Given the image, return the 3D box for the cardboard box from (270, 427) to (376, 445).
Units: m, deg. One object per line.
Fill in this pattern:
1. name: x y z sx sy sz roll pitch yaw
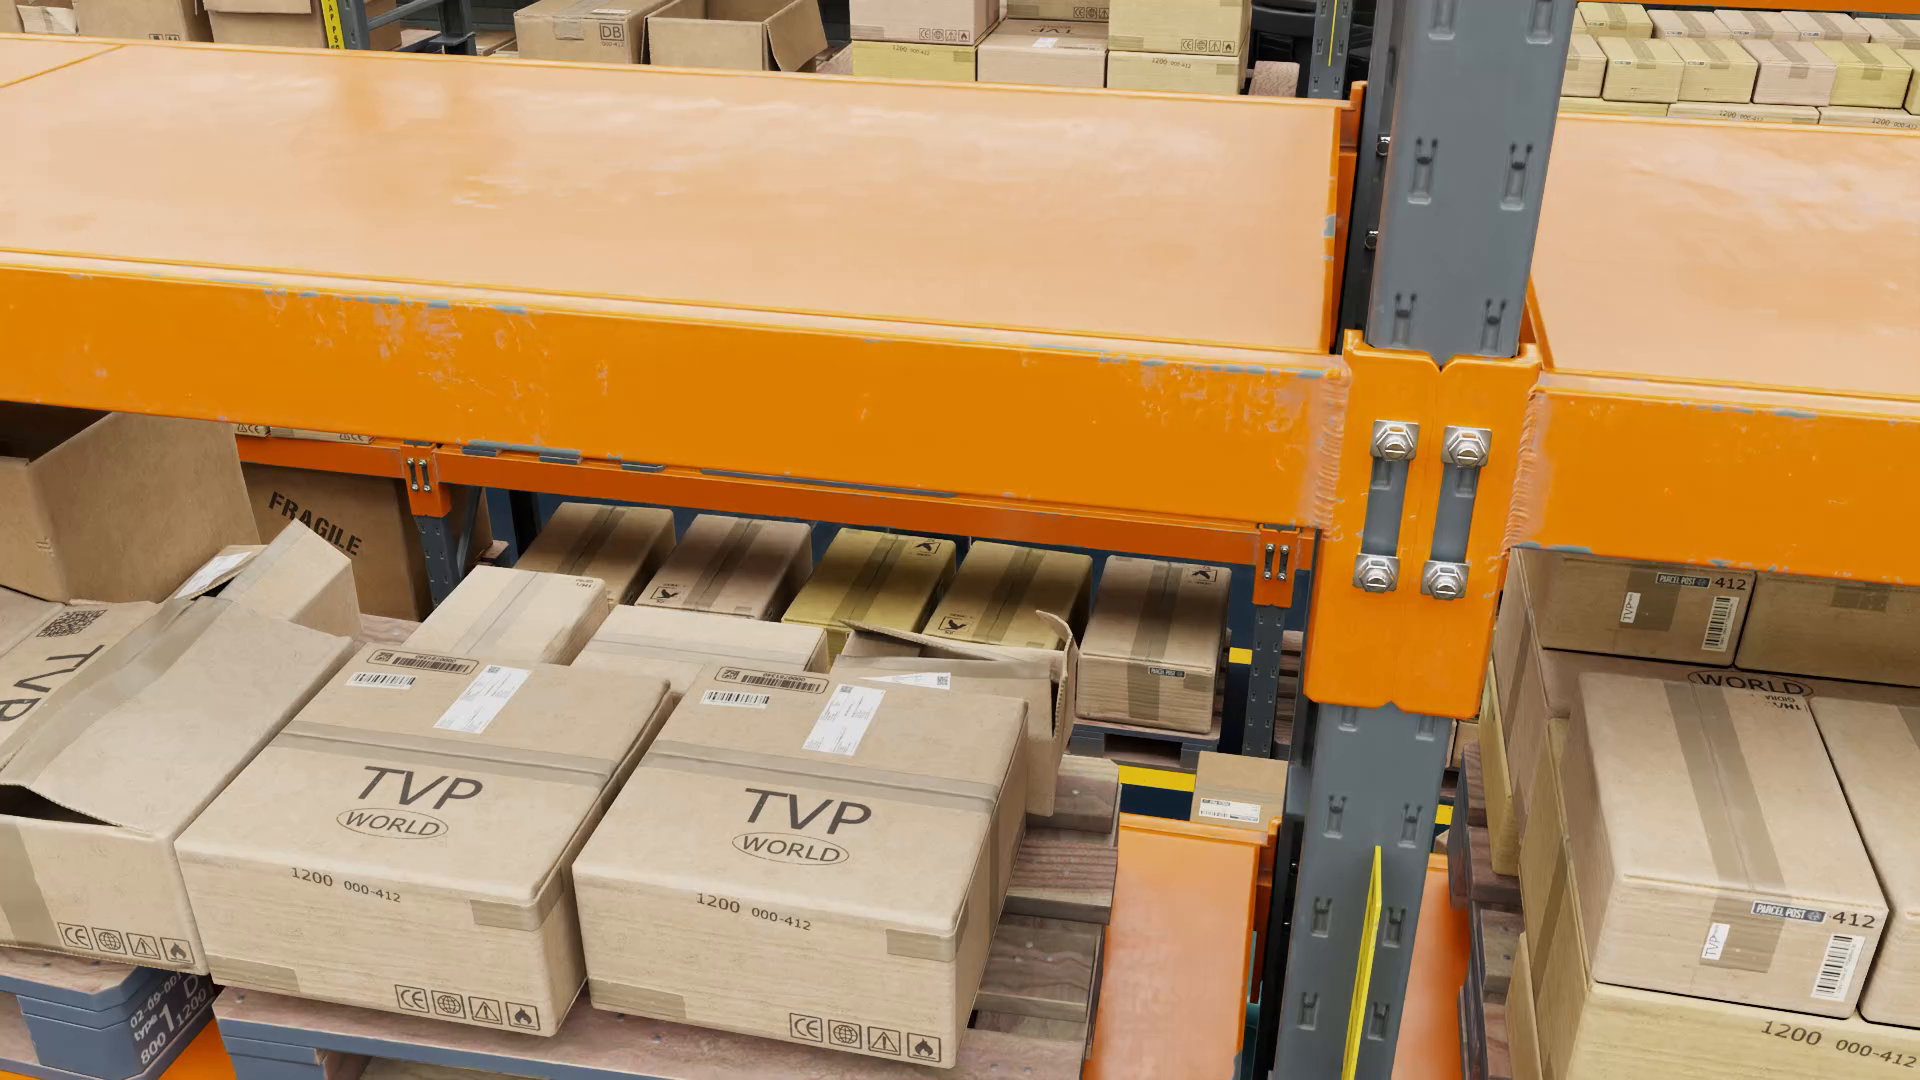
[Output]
1. cardboard box: -2.998 -0.695 8.052 0.500 0.250 0.500 5 29 9

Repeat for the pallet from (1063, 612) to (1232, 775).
1. pallet: 0.700 0.715 8.224 1.213 0.211 1.003 6 29 11

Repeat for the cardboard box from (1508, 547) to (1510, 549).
1. cardboard box: 2.227 -0.125 7.116 0.250 0.149 0.380 6 29 10

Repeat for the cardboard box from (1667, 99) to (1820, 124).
1. cardboard box: 2.829 -1.535 6.152 0.500 0.250 0.500 6 29 11

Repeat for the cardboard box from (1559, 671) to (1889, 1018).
1. cardboard box: 0.812 0.317 1.814 0.250 0.149 0.380 6 29 11

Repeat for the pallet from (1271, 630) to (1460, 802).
1. pallet: 2.126 0.843 7.990 1.213 0.211 1.003 6 29 11

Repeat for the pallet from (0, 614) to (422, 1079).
1. pallet: -1.649 0.421 2.931 1.213 0.211 1.003 7 30 13

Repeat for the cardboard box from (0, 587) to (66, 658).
1. cardboard box: -1.730 0.276 2.550 0.500 0.311 0.500 5 29 10

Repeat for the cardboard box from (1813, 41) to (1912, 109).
1. cardboard box: 3.240 -1.684 6.010 0.250 0.149 0.380 6 29 12

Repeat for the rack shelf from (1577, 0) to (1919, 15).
1. rack shelf: 4.451 -3.562 10.758 4.000 0.370 1.077 6 29 11

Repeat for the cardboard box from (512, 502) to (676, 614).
1. cardboard box: -1.899 0.198 8.564 0.625 0.372 0.950 4 29 7

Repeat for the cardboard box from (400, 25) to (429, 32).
1. cardboard box: -4.396 -3.587 12.637 0.500 0.500 0.700 6 29 11

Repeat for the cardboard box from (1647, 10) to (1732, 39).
1. cardboard box: 2.840 -1.960 6.513 0.250 0.149 0.380 5 29 10

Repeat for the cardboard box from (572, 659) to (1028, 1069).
1. cardboard box: -0.197 0.430 2.331 0.500 0.250 0.500 6 29 11

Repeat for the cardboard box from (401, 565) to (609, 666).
1. cardboard box: -0.789 0.208 2.843 0.250 0.149 0.380 6 29 11

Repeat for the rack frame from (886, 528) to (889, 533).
1. rack frame: -0.401 -0.567 9.537 0.015 1.200 0.240 6 29 11

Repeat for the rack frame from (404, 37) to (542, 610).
1. rack frame: -2.450 -0.832 8.146 0.127 3.000 1.000 6 29 11

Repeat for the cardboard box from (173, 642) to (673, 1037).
1. cardboard box: -0.726 0.406 2.377 0.500 0.250 0.500 6 29 10

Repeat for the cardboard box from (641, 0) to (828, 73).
1. cardboard box: -0.952 -2.053 7.146 0.637 0.503 0.797 6 29 11

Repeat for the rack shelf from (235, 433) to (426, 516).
1. rack shelf: -4.406 -0.717 8.685 4.000 0.370 1.077 6 29 11

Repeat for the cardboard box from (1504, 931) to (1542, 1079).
1. cardboard box: 0.812 0.667 2.005 0.250 0.149 0.380 5 29 10

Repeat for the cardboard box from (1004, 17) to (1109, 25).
1. cardboard box: 0.478 -2.162 7.171 0.500 0.250 0.500 5 29 10

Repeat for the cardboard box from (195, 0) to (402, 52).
1. cardboard box: -2.850 -2.344 7.239 0.637 0.503 0.797 4 29 7

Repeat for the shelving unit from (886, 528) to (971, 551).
1. shelving unit: -0.162 -0.543 9.492 0.503 1.200 0.258 6 29 11

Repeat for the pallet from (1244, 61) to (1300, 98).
1. pallet: 0.881 -1.776 6.942 1.003 0.211 1.213 6 29 11

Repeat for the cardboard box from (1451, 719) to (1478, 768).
1. cardboard box: 2.507 0.825 7.545 0.500 0.250 0.500 8 30 13

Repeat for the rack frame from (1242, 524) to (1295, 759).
1. rack frame: 1.462 -0.431 7.413 0.127 3.000 1.000 6 29 11

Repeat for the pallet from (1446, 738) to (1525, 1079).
1. pallet: 1.325 0.714 2.290 1.213 0.211 1.003 6 29 11

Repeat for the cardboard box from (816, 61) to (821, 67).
1. cardboard box: -1.167 -3.321 11.914 0.250 0.149 0.380 7 29 12

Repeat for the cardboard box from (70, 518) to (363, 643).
1. cardboard box: -1.258 0.132 2.860 0.258 0.266 0.396 6 29 11

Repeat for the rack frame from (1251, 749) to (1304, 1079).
1. rack frame: 0.527 1.904 3.148 0.127 3.000 1.000 6 29 11

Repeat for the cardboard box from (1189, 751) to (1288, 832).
1. cardboard box: 1.120 1.173 6.299 0.500 0.500 0.500 6 29 11

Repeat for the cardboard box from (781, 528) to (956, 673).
1. cardboard box: -0.435 0.347 8.292 0.625 0.372 0.950 7 29 12

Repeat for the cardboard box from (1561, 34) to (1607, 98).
1. cardboard box: 2.219 -1.758 6.145 0.250 0.149 0.380 5 29 9

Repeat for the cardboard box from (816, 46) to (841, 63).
1. cardboard box: -1.056 -3.554 12.339 0.250 0.149 0.380 7 29 12

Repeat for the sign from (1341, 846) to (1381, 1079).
1. sign: 0.424 0.479 1.761 0.005 0.325 0.100 6 29 11

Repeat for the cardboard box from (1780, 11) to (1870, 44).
1. cardboard box: 3.354 -1.946 6.489 0.250 0.149 0.380 6 29 11

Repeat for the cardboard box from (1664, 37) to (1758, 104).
1. cardboard box: 2.723 -1.718 6.072 0.250 0.149 0.380 5 29 9

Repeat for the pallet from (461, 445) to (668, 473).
1. pallet: -1.730 -0.726 8.153 1.003 0.211 1.213 6 29 11

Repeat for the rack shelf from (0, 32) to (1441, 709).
1. rack shelf: -1.429 -0.437 2.343 4.000 0.370 1.077 6 29 11

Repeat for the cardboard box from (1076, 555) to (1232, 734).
1. cardboard box: 0.949 0.486 8.037 0.625 0.372 0.950 6 29 11

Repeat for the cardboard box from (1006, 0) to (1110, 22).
1. cardboard box: 0.485 -2.376 7.041 0.500 0.250 0.500 5 29 9

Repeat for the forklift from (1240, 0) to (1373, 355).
1. forklift: 2.278 -2.160 10.643 3.031 2.935 1.130 -21 35 -33

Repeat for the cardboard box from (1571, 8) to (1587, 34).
1. cardboard box: 2.324 -1.999 6.584 0.250 0.149 0.380 7 29 12

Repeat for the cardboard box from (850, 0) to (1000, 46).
1. cardboard box: -0.134 -2.174 6.673 0.500 0.250 0.500 6 29 11

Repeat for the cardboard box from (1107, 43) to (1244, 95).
1. cardboard box: 0.861 -1.855 6.611 0.500 0.250 0.500 5 29 10

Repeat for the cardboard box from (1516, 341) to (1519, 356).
1. cardboard box: 2.342 -0.836 6.699 0.500 0.500 0.700 6 29 11

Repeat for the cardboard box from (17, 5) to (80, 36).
1. cardboard box: -3.870 -2.247 7.309 0.258 0.266 0.396 5 29 9

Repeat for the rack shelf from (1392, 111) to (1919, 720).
1. rack shelf: 2.483 -0.036 1.610 4.000 0.370 1.077 6 29 11

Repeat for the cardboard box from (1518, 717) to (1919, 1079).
1. cardboard box: 0.947 0.476 1.938 0.500 0.250 0.500 6 29 11

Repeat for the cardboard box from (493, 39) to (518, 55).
1. cardboard box: -3.052 -3.470 12.419 0.637 0.503 0.797 5 29 9

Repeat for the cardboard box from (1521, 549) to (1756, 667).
1. cardboard box: 0.952 0.008 2.378 0.250 0.149 0.380 6 29 10

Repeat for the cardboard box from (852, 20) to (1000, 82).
1. cardboard box: -0.132 -1.960 6.802 0.500 0.250 0.500 6 29 11
